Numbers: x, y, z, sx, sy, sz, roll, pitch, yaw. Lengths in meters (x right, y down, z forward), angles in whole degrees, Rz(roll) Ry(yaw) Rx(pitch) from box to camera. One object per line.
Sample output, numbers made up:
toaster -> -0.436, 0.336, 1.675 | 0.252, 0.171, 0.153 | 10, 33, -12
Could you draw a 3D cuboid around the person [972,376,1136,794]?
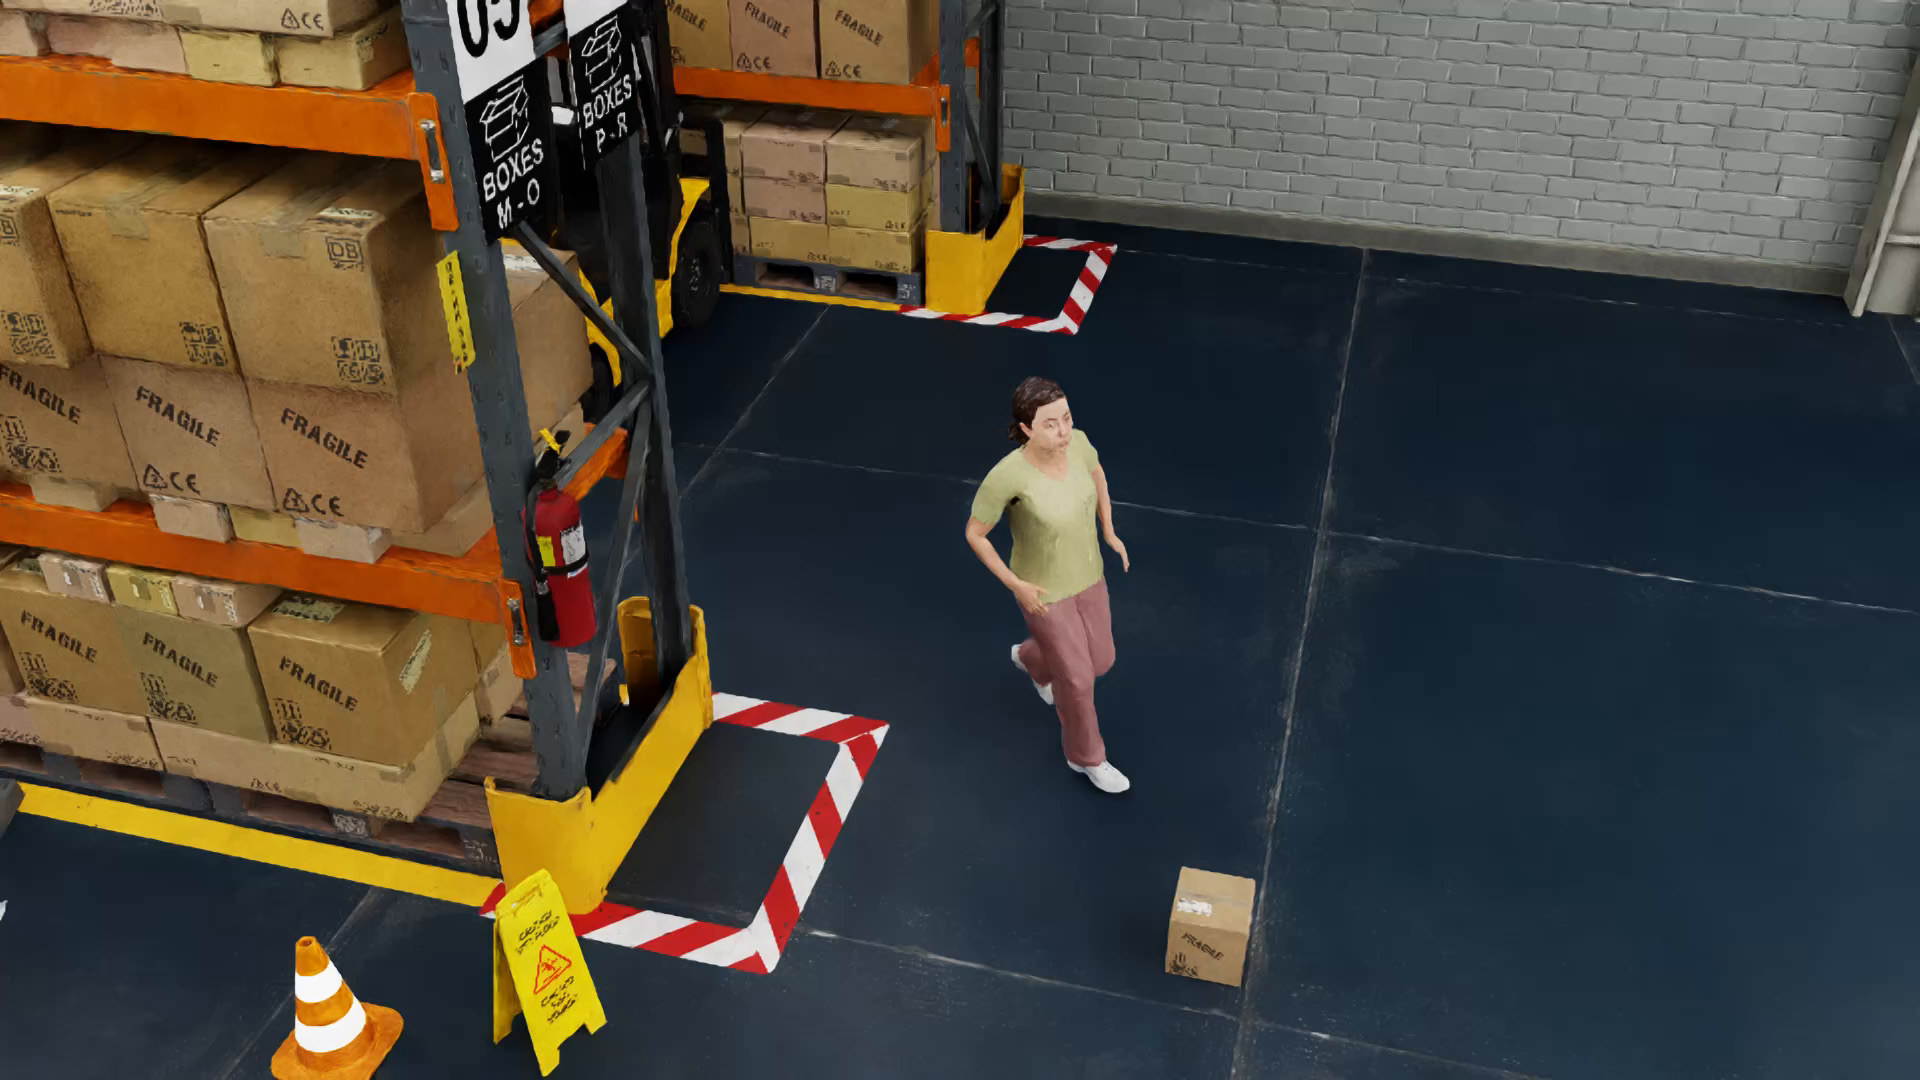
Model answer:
person -> 0.323, 0.261, 5.974 | 0.585, 1.400, 0.670 | -21, 38, -29
